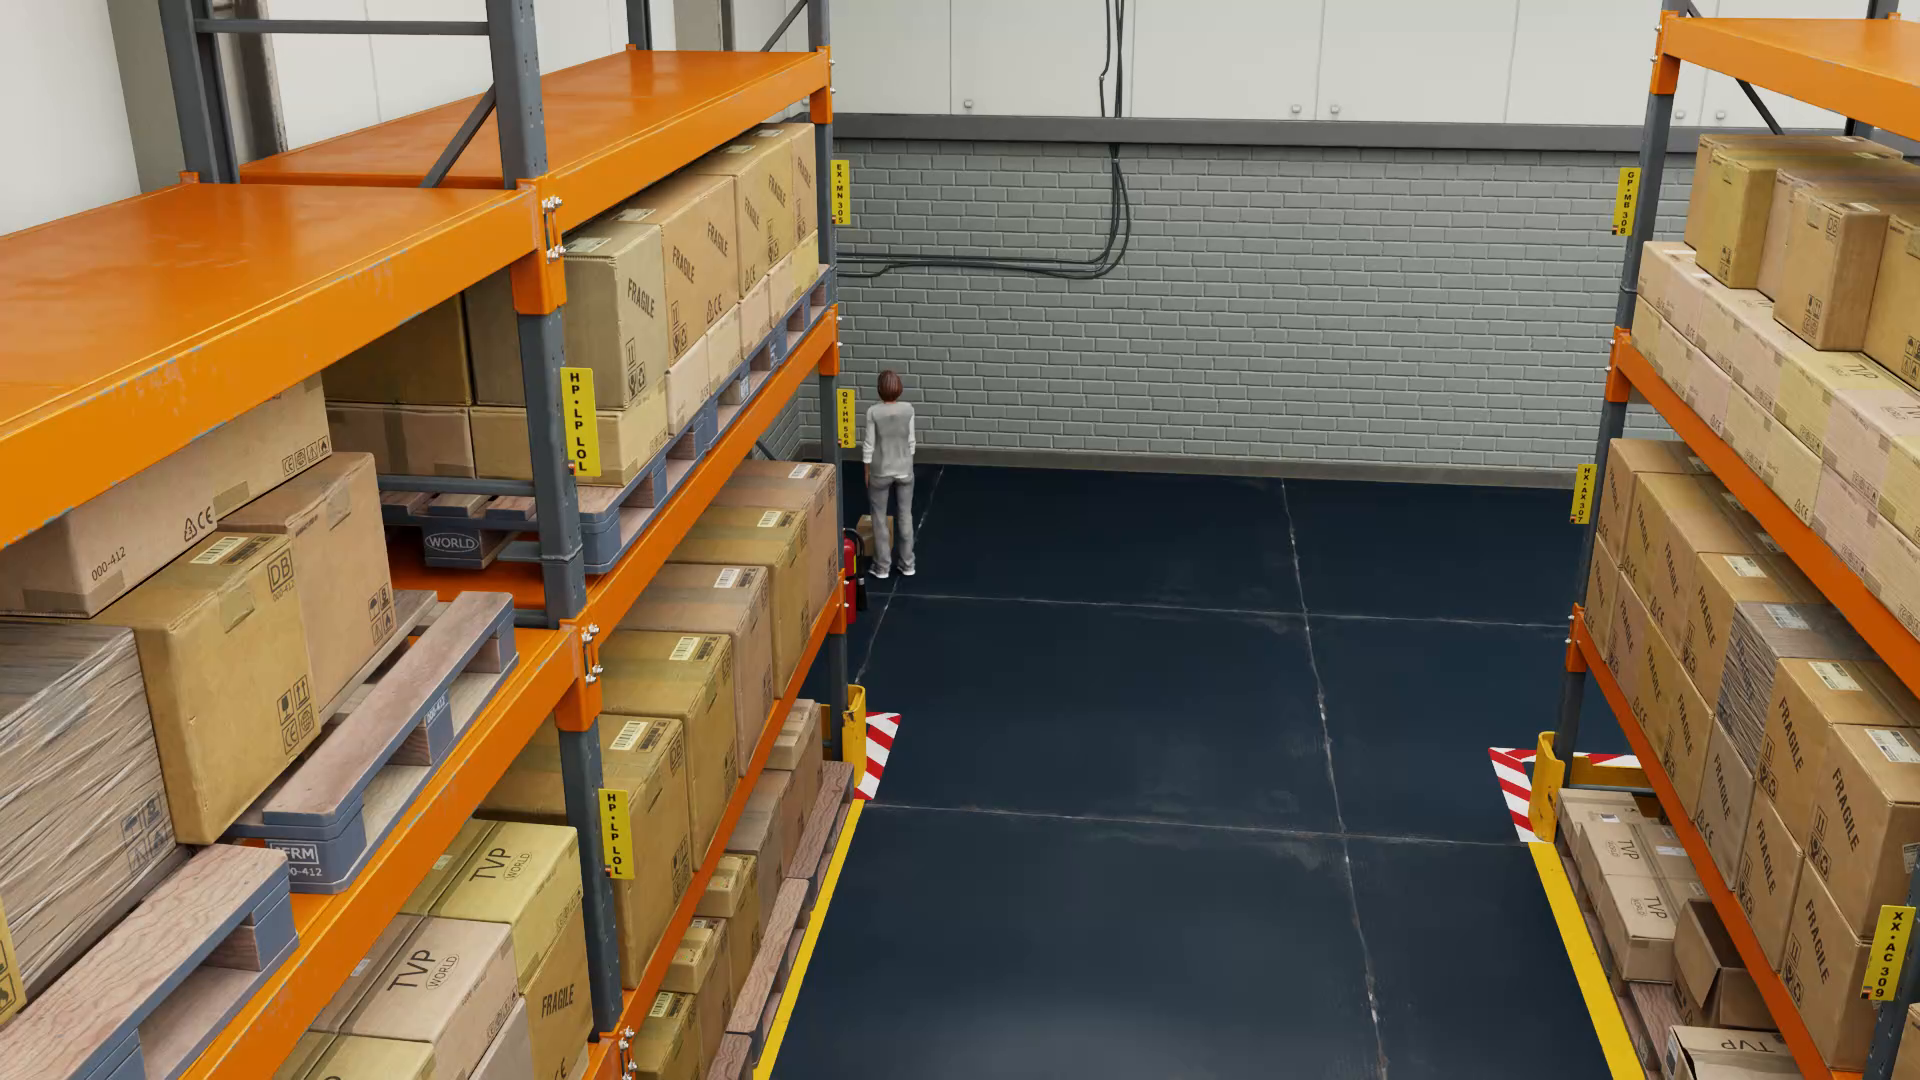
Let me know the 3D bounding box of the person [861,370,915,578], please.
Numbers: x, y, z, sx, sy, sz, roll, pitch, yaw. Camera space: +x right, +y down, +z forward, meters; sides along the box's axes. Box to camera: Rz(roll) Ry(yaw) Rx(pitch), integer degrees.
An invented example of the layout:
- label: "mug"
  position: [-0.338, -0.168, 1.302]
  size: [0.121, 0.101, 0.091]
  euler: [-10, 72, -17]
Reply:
- label: "person"
  position: [-0.532, -0.474, 12.335]
  size: [0.408, 1.580, 0.302]
  euler: [-7, 22, -16]
